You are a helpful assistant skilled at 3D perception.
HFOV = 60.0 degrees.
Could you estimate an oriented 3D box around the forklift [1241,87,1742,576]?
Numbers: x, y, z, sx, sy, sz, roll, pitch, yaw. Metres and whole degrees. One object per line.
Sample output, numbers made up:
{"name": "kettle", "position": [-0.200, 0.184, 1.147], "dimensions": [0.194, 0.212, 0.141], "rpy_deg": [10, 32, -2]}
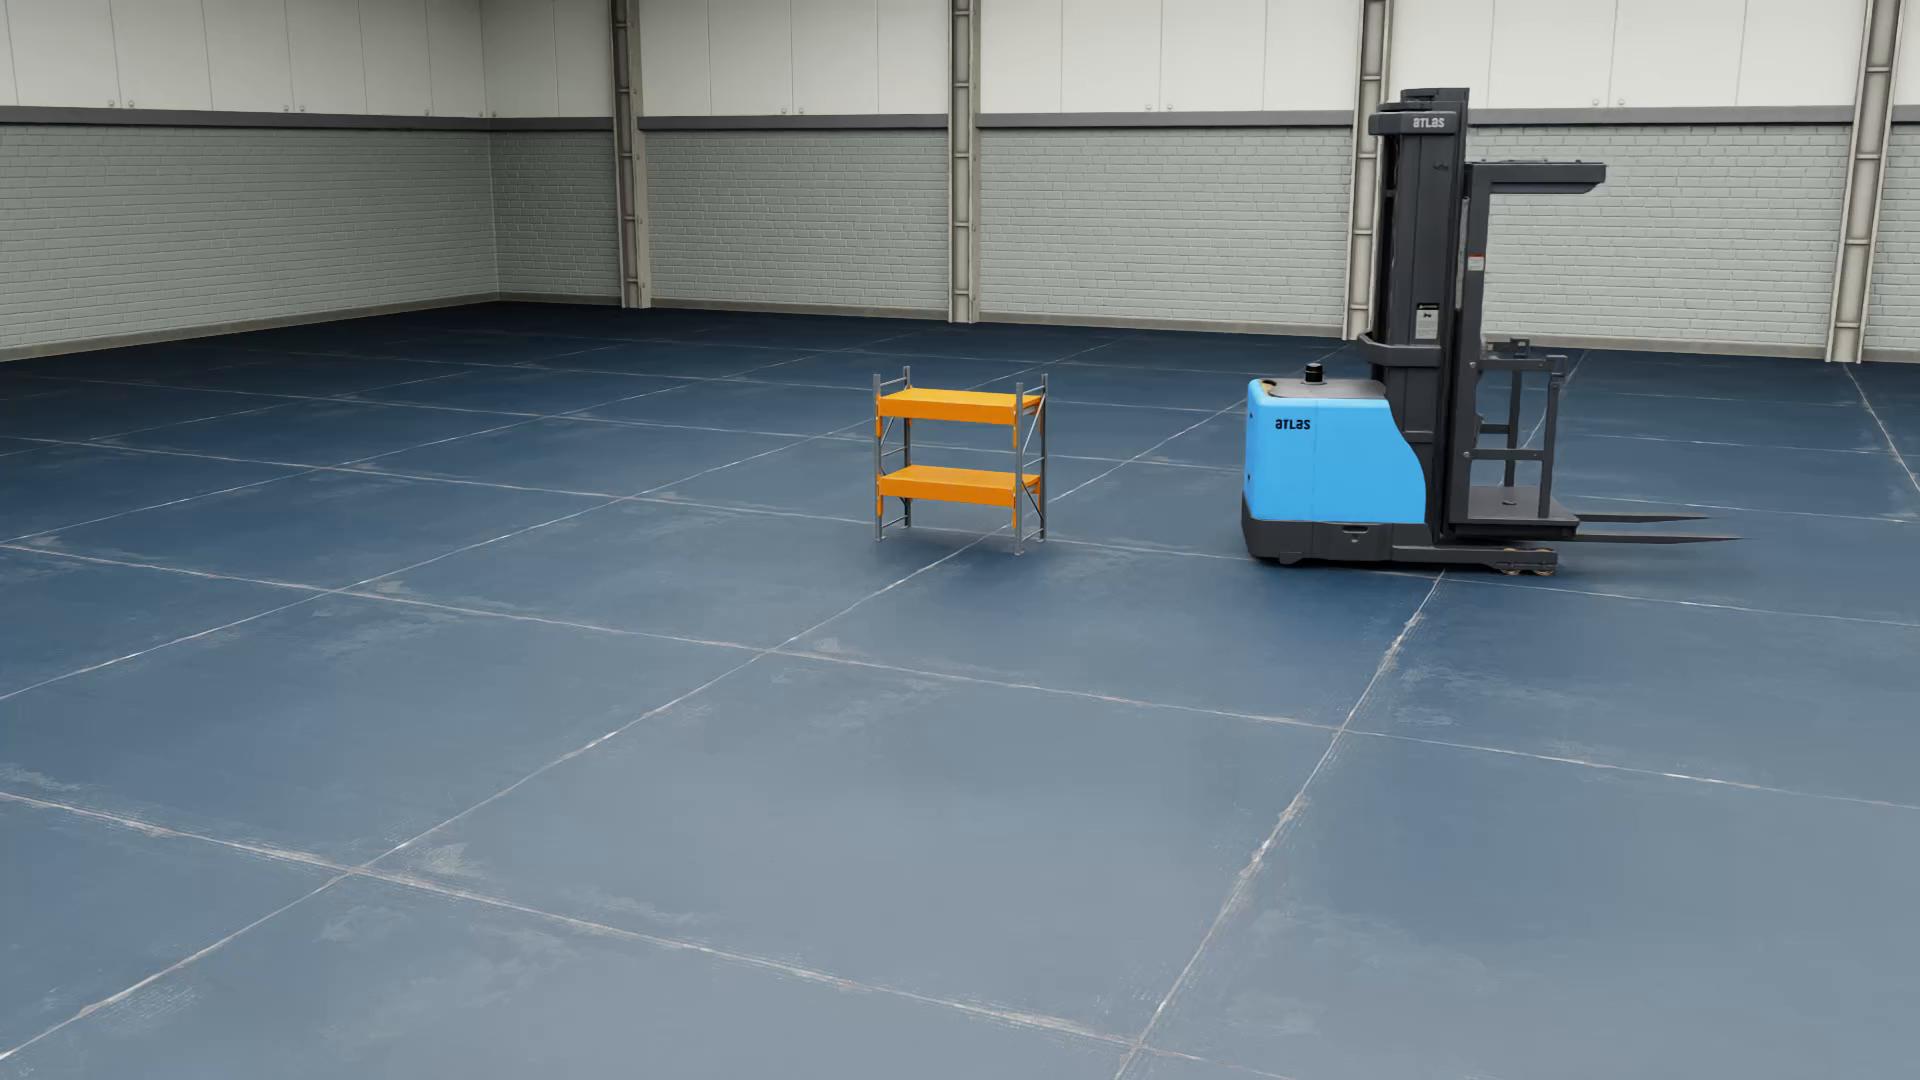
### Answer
{"name": "forklift", "position": [3.389, -1.333, 10.520], "dimensions": [3.031, 2.935, 1.130], "rpy_deg": [1, 13, 6]}

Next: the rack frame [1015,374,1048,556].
{"name": "rack frame", "position": [0.471, -0.500, 10.923], "dimensions": [0.032, 1.125, 0.500], "rpy_deg": [6, 14, 23]}

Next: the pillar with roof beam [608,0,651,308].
{"name": "pillar with roof beam", "position": [-7.165, -7.386, 23.035], "dimensions": [0.400, 9.000, 9.100], "rpy_deg": [6, 14, 23]}

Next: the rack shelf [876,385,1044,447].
{"name": "rack shelf", "position": [0.006, -0.832, 11.057], "dimensions": [1.000, 0.278, 0.538], "rpy_deg": [6, 14, 23]}

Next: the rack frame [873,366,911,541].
{"name": "rack frame", "position": [-0.459, -0.594, 11.324], "dimensions": [0.032, 1.125, 0.500], "rpy_deg": [6, 14, 23]}

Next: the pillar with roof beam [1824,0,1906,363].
{"name": "pillar with roof beam", "position": [9.292, -5.721, 15.937], "dimensions": [0.400, 9.000, 9.100], "rpy_deg": [6, 14, 23]}

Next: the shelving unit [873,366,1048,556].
{"name": "shelving unit", "position": [0.006, -0.547, 11.124], "dimensions": [1.048, 1.125, 0.538], "rpy_deg": [6, 14, 23]}

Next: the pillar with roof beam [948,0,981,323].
{"name": "pillar with roof beam", "position": [-1.680, -6.831, 20.669], "dimensions": [0.400, 9.000, 9.100], "rpy_deg": [6, 14, 23]}

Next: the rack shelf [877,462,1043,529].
{"name": "rack shelf", "position": [0.006, -0.309, 11.180], "dimensions": [1.000, 0.278, 0.538], "rpy_deg": [6, 14, 23]}

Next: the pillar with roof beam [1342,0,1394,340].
{"name": "pillar with roof beam", "position": [3.806, -6.276, 18.303], "dimensions": [0.400, 9.000, 9.100], "rpy_deg": [6, 14, 23]}
